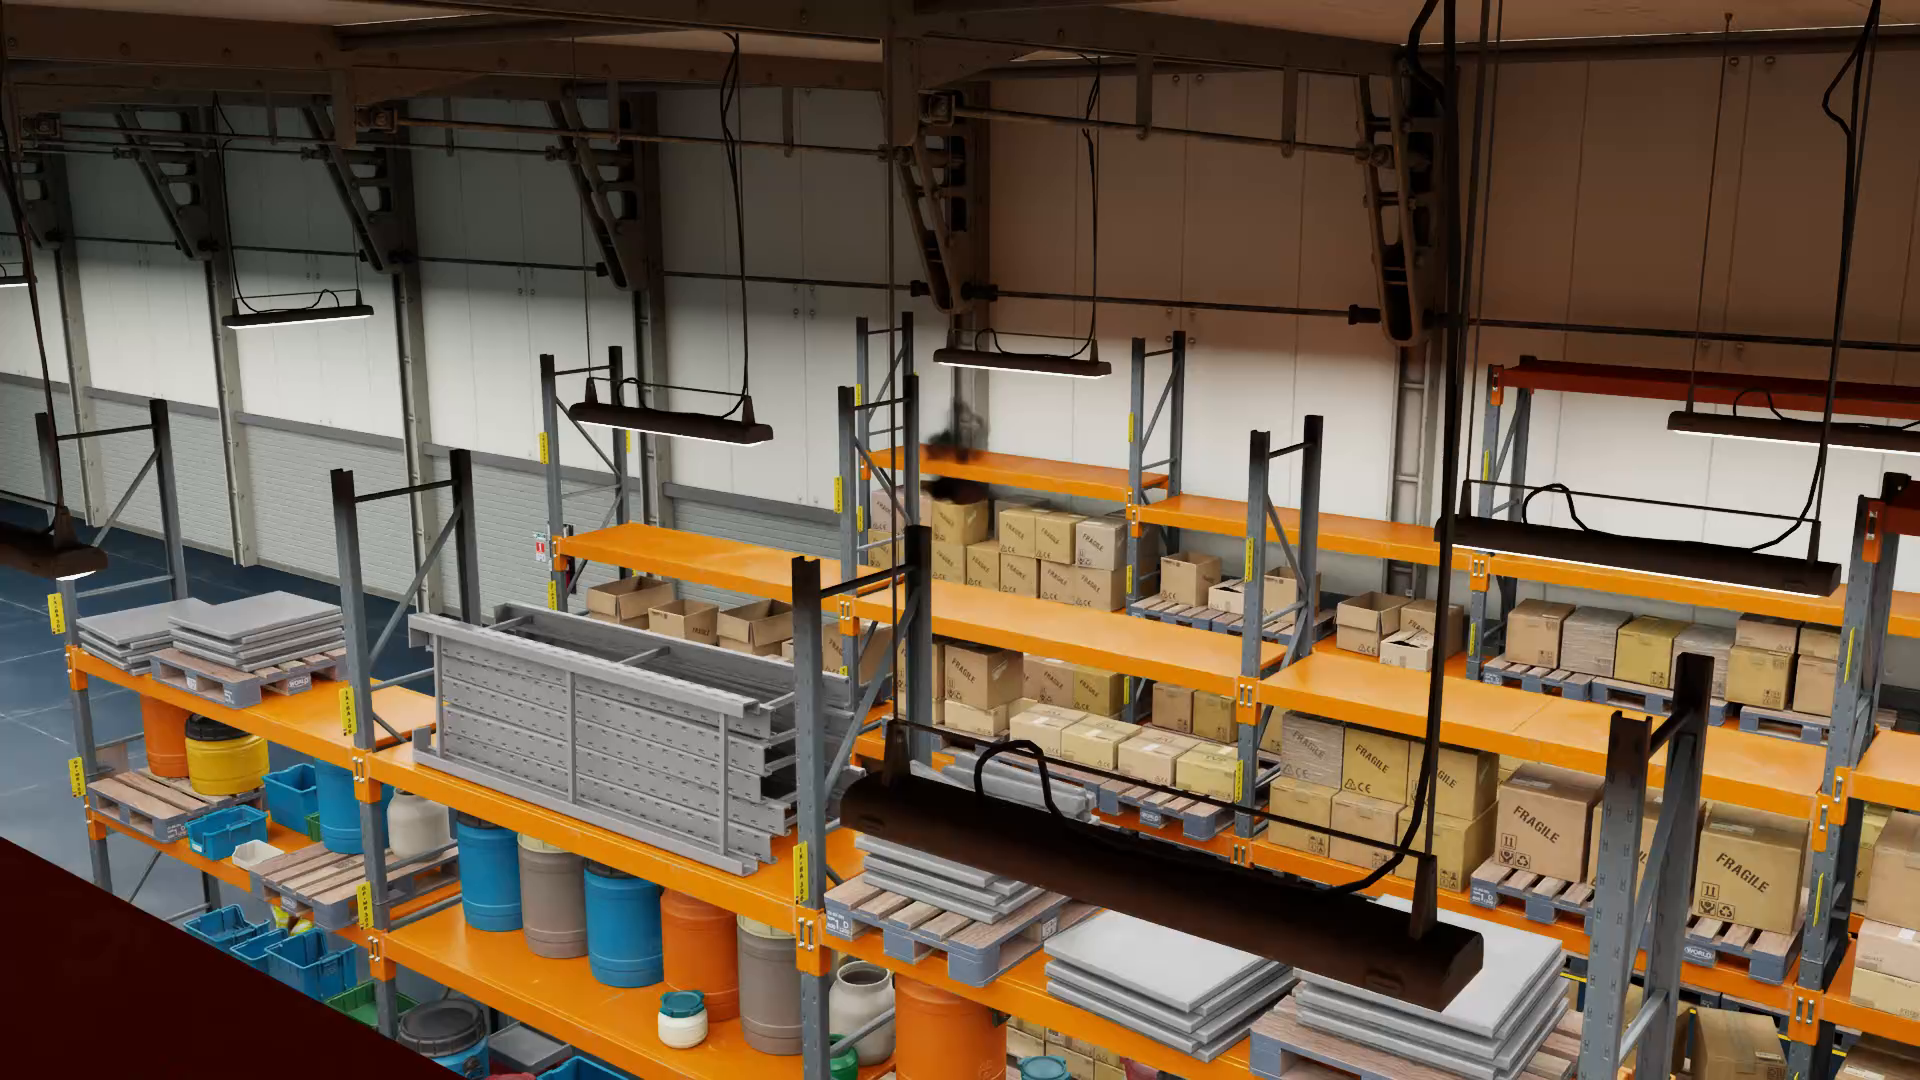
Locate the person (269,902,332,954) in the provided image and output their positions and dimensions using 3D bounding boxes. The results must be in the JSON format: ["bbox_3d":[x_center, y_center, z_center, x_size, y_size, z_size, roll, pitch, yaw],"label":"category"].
[{"bbox_3d":[-6.283,3.644,15.701,0.836,1.785,0.759,2,13,8],"label":"person"}]
